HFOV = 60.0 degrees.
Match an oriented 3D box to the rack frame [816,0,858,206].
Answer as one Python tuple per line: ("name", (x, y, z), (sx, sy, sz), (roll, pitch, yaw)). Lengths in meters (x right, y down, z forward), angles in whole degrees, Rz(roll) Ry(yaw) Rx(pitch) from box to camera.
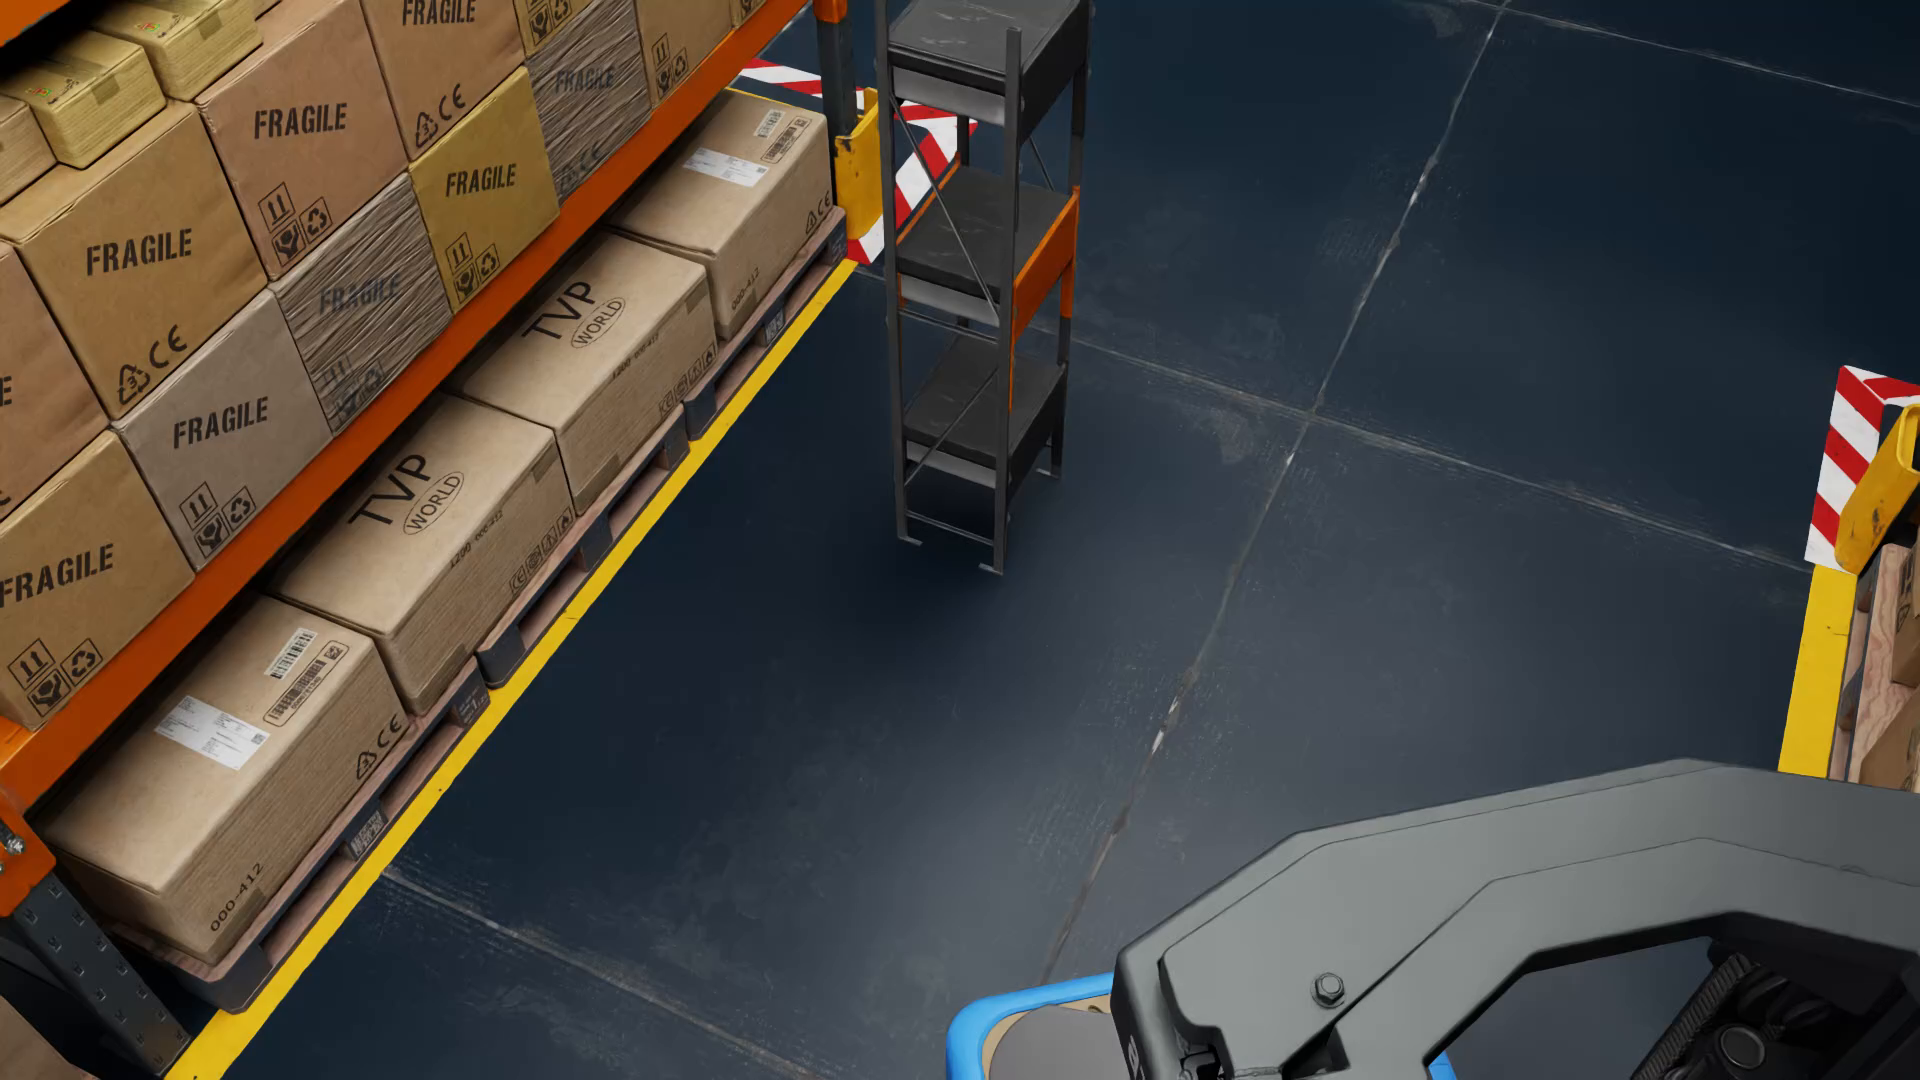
("rack frame", (-0.880, -2.472, 5.884), (1.000, 3.000, 0.127), (20, 52, 16))

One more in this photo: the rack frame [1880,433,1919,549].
("rack frame", (3.609, -0.859, 4.512), (1.000, 3.000, 0.127), (20, 52, 16))

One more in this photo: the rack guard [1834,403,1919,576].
("rack guard", (3.577, 0.003, 5.419), (1.175, 0.500, 0.348), (20, 52, 16))

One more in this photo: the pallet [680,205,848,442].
("pallet", (-1.151, -0.992, 6.456), (1.003, 0.211, 1.213), (20, 52, 16))

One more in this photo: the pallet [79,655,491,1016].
("pallet", (-2.194, 0.688, 5.026), (1.003, 0.211, 1.213), (20, 52, 16))

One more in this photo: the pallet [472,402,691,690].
("pallet", (-1.674, -0.155, 5.743), (1.003, 0.211, 1.213), (20, 52, 16))

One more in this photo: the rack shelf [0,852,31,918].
("rack shelf", (-3.444, 1.893, 2.642), (1.077, 0.370, 4.000), (20, 52, 16))

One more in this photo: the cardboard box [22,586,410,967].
("cardboard box", (-2.224, 0.579, 4.694), (0.875, 0.438, 0.875), (19, 52, 16))

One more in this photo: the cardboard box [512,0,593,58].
("cardboard box", (-1.282, -1.710, 4.513), (0.500, 0.500, 0.500), (20, 52, 16))

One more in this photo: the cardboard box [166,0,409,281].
("cardboard box", (-1.716, -1.018, 3.924), (0.500, 0.500, 0.500), (21, 53, 17))

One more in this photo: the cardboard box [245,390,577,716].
("cardboard box", (-1.842, -0.037, 5.219), (0.875, 0.438, 0.875), (18, 52, 15))

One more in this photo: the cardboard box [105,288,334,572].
("cardboard box", (-1.933, -0.333, 3.998), (0.500, 0.500, 0.500), (20, 53, 16))

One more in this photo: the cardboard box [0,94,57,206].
("cardboard box", (-2.054, -0.789, 3.303), (0.380, 0.149, 0.250), (19, 52, 16))

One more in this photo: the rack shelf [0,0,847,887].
("rack shelf", (-1.735, -0.862, 4.986), (1.077, 0.370, 4.000), (20, 52, 16))

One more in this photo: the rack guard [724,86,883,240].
("rack guard", (-0.870, -1.678, 6.850), (1.175, 0.500, 0.348), (20, 52, 16))

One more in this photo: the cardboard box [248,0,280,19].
("cardboard box", (-1.719, -1.313, 3.750), (0.380, 0.149, 0.250), (20, 52, 16))

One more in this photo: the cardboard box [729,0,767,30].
("cardboard box", (-0.847, -2.086, 5.490), (0.500, 0.500, 0.500), (20, 53, 16))

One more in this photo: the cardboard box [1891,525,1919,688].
("cardboard box", (3.262, 0.204, 4.970), (0.797, 0.503, 0.637), (18, 52, 15))

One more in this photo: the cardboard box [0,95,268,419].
("cardboard box", (-1.946, -0.669, 3.627), (0.500, 0.500, 0.500), (19, 52, 16))

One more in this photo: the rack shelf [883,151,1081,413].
("rack shelf", (0.071, -0.786, 5.058), (0.431, 0.518, 0.480), (20, 52, 16))

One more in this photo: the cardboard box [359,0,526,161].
("cardboard box", (-1.499, -1.364, 4.219), (0.500, 0.500, 0.500), (19, 52, 16))

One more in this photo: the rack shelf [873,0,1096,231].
("rack shelf", (0.071, -1.239, 4.525), (0.431, 0.518, 0.480), (20, 52, 16))

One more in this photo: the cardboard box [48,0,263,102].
("cardboard box", (-1.753, -1.113, 3.580), (0.380, 0.149, 0.250), (18, 52, 15))

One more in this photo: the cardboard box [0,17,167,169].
("cardboard box", (-1.892, -0.940, 3.432), (0.380, 0.149, 0.250), (19, 52, 16))

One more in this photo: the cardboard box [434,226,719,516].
("cardboard box", (-1.455, -0.658, 5.747), (0.875, 0.438, 0.875), (21, 53, 17))

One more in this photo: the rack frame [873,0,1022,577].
("rack frame", (-0.034, -0.626, 4.904), (0.400, 2.100, 0.015), (20, 52, 16))

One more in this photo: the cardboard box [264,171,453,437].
("cardboard box", (-1.715, -0.673, 4.288), (0.500, 0.500, 0.500), (20, 53, 16))

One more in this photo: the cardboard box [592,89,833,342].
("cardboard box", (-1.072, -1.291, 6.285), (0.875, 0.438, 0.875), (18, 52, 15))

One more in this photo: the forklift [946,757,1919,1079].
("forklift", (0.767, 1.753, 2.334), (1.130, 2.935, 3.031), (-9, 50, -8))

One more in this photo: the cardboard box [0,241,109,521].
("cardboard box", (-2.167, -0.323, 3.333), (0.500, 0.500, 0.500), (20, 53, 16))

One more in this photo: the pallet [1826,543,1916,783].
("pallet", (3.237, 0.646, 5.062), (1.003, 0.211, 1.213), (20, 52, 16))

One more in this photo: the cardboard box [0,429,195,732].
("cardboard box", (-2.152, 0.012, 3.704), (0.500, 0.500, 0.500), (21, 53, 17))

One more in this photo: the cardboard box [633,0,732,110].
("cardboard box", (-1.075, -1.745, 5.200), (0.500, 0.500, 0.500), (19, 52, 15))

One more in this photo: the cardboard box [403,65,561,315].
("cardboard box", (-1.495, -1.028, 4.590), (0.500, 0.500, 0.500), (21, 53, 17))

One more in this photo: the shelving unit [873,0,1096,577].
("shelving unit", (0.071, -0.794, 5.047), (0.431, 2.100, 0.503), (20, 52, 16))

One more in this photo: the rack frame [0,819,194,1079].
("rack frame", (-2.589, 0.282, 3.540), (1.000, 3.000, 0.127), (20, 52, 16))

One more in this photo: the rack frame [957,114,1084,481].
("rack frame", (0.175, -0.962, 5.190), (0.400, 2.100, 0.015), (20, 52, 16))

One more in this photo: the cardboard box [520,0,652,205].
("cardboard box", (-1.286, -1.388, 4.896), (0.500, 0.500, 0.500), (21, 53, 17))

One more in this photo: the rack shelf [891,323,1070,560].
("rack shelf", (0.071, -0.332, 5.591), (0.431, 0.518, 0.480), (20, 52, 16))

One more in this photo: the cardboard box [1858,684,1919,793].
("cardboard box", (2.862, 0.781, 4.482), (0.700, 0.500, 0.500), (22, 53, 18))
